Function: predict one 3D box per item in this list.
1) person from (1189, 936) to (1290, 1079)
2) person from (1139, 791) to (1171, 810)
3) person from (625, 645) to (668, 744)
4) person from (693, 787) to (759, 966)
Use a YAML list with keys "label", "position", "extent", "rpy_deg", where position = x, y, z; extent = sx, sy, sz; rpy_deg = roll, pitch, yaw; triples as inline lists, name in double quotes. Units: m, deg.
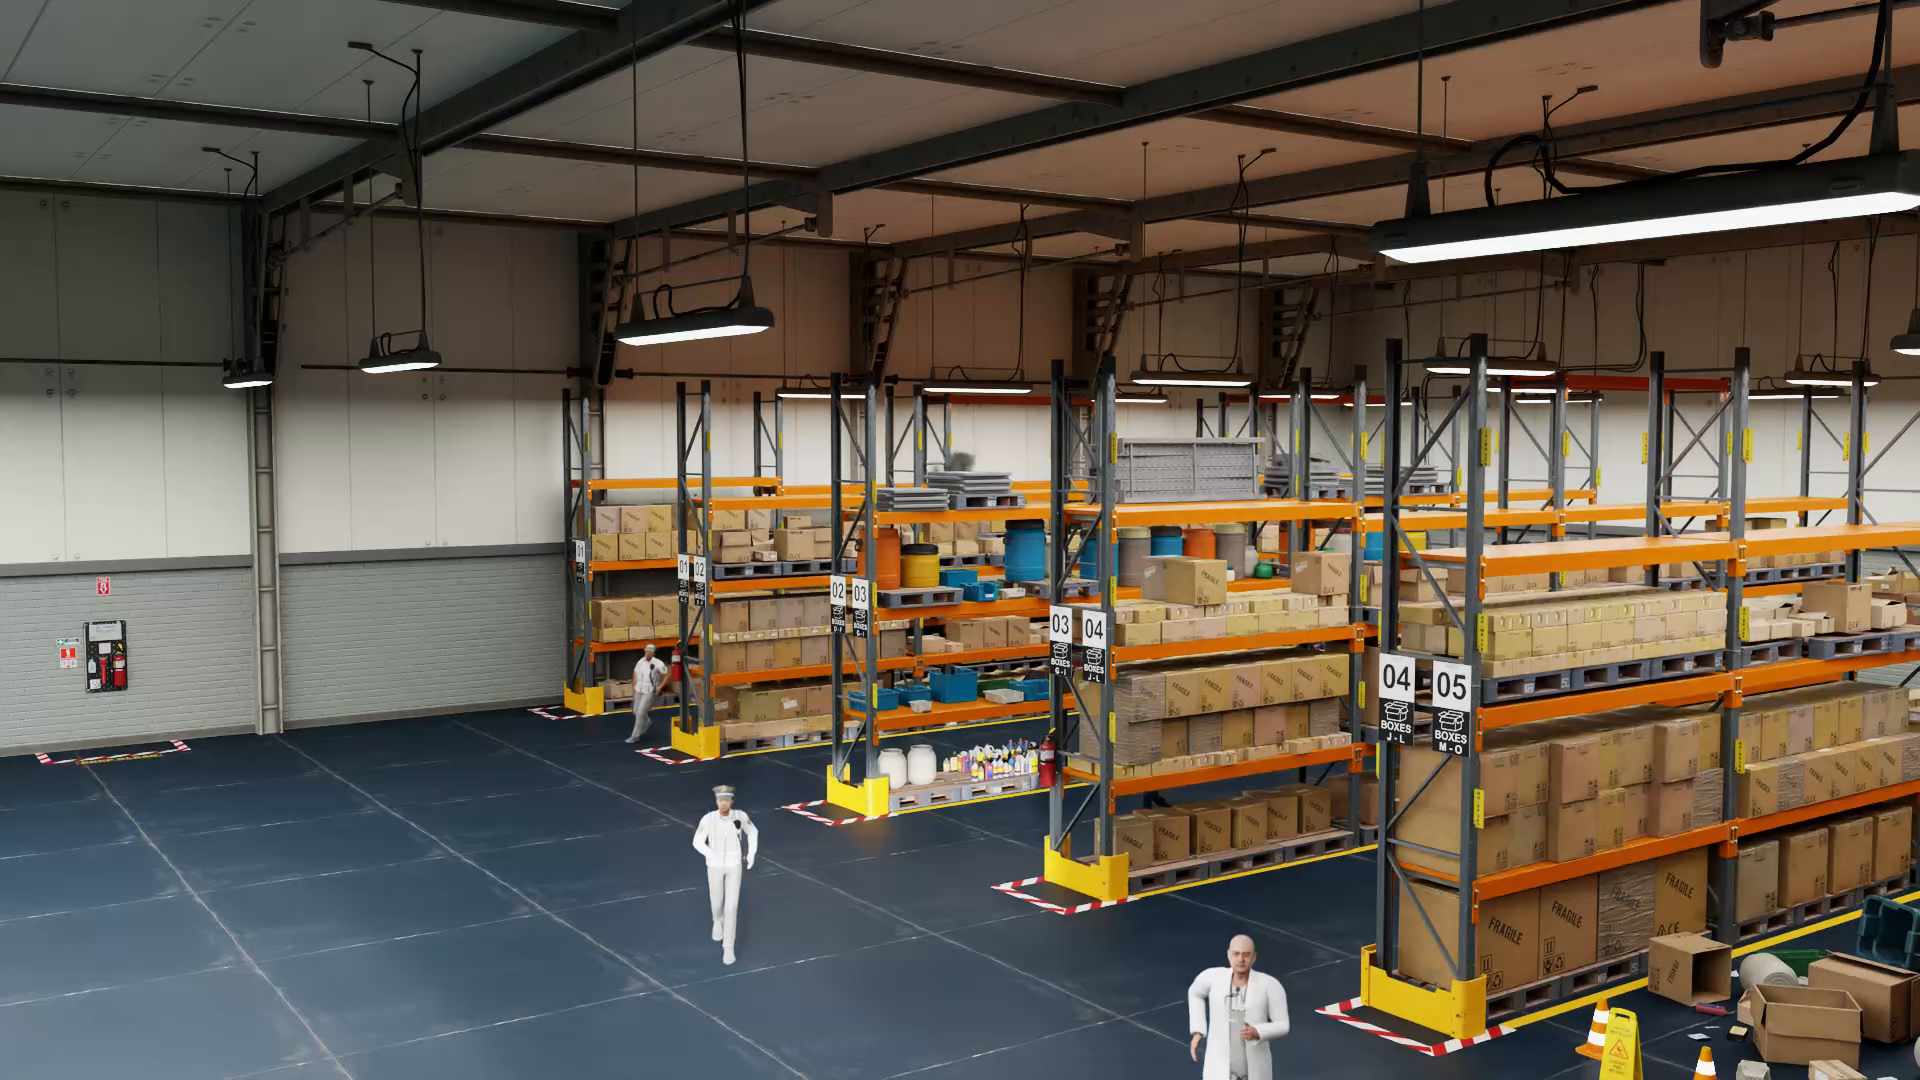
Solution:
- label: "person"
  position: [1.854, 3.561, 11.110]
  extent: [0.666, 1.849, 0.826]
  rpy_deg: [1, 4, 9]
- label: "person"
  position: [2.458, 2.998, 21.353]
  extent: [0.821, 1.601, 0.538]
  rpy_deg: [-3, 5, -39]
- label: "person"
  position: [-5.240, 2.565, 27.905]
  extent: [0.693, 1.635, 0.739]
  rpy_deg: [1, 4, 22]
- label: "person"
  position: [-2.318, 3.268, 16.491]
  extent: [0.641, 1.707, 0.788]
  rpy_deg: [0, 4, -7]
